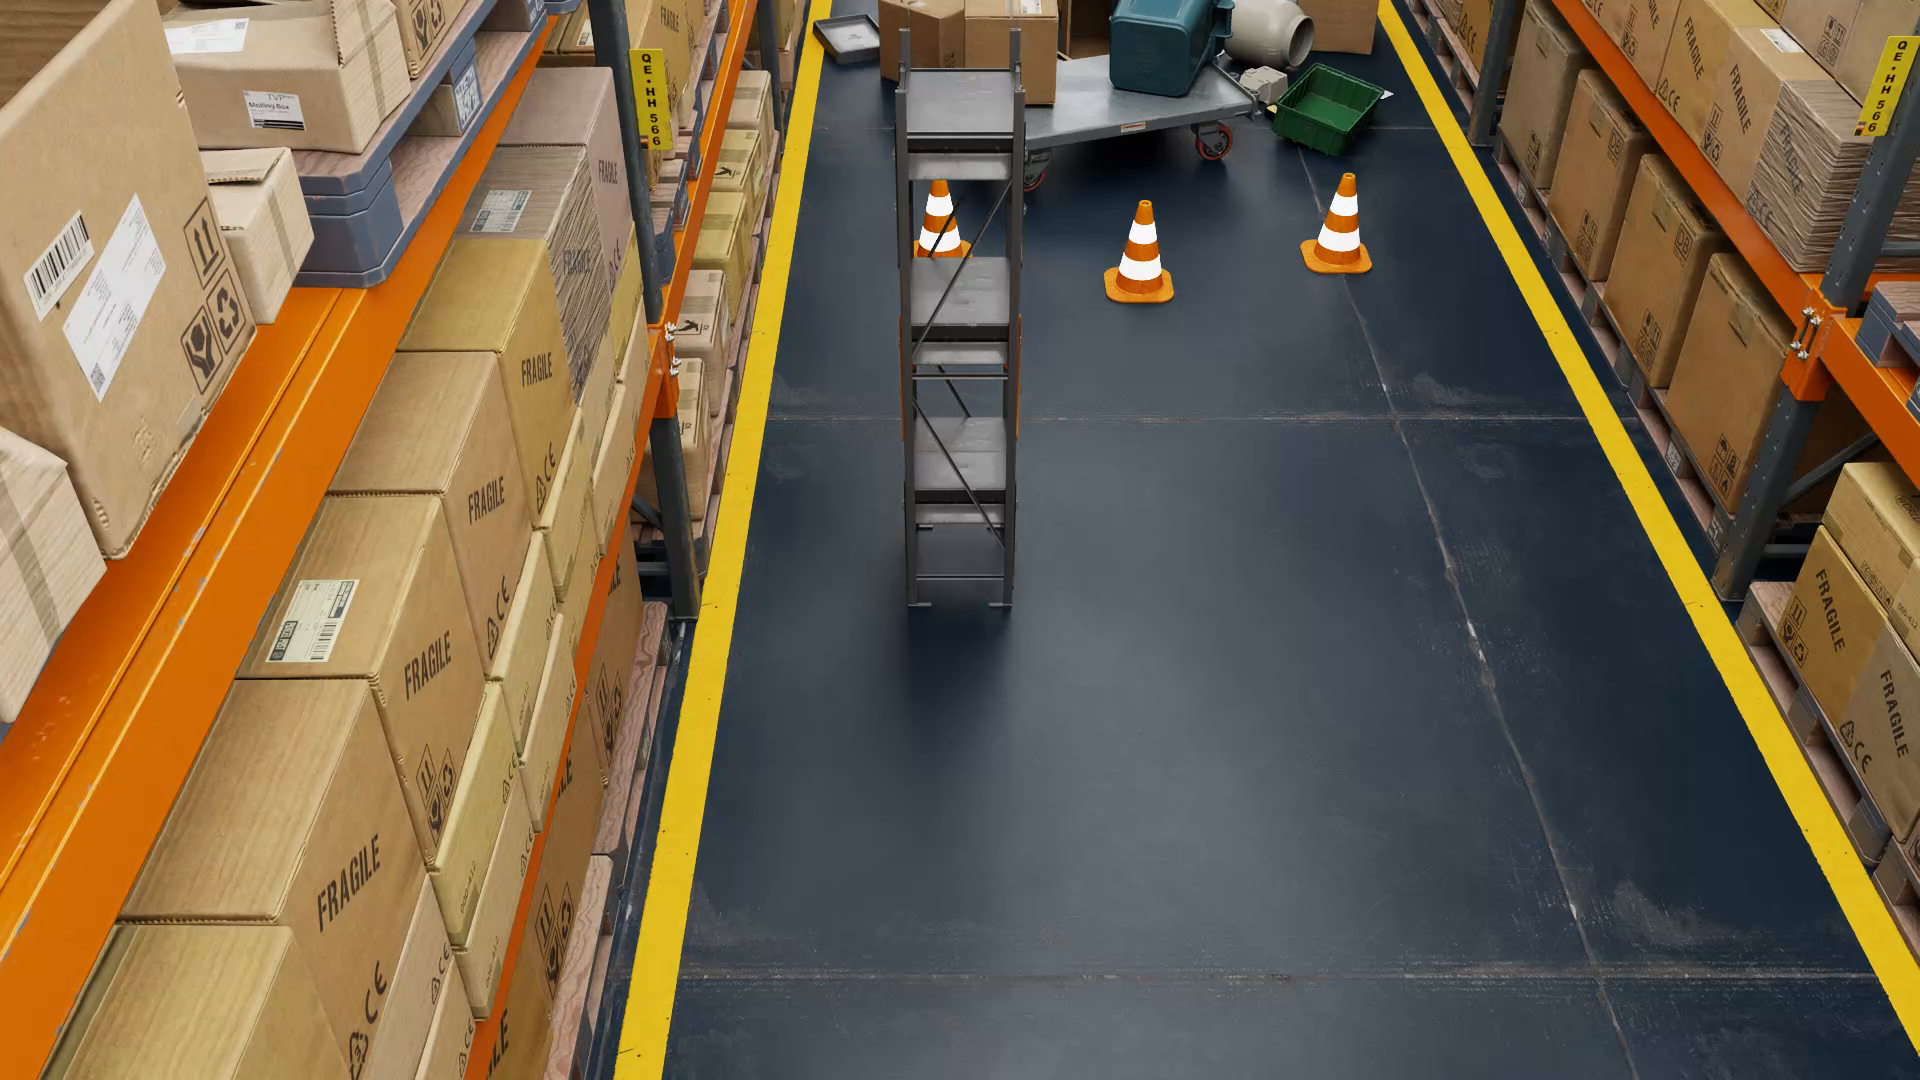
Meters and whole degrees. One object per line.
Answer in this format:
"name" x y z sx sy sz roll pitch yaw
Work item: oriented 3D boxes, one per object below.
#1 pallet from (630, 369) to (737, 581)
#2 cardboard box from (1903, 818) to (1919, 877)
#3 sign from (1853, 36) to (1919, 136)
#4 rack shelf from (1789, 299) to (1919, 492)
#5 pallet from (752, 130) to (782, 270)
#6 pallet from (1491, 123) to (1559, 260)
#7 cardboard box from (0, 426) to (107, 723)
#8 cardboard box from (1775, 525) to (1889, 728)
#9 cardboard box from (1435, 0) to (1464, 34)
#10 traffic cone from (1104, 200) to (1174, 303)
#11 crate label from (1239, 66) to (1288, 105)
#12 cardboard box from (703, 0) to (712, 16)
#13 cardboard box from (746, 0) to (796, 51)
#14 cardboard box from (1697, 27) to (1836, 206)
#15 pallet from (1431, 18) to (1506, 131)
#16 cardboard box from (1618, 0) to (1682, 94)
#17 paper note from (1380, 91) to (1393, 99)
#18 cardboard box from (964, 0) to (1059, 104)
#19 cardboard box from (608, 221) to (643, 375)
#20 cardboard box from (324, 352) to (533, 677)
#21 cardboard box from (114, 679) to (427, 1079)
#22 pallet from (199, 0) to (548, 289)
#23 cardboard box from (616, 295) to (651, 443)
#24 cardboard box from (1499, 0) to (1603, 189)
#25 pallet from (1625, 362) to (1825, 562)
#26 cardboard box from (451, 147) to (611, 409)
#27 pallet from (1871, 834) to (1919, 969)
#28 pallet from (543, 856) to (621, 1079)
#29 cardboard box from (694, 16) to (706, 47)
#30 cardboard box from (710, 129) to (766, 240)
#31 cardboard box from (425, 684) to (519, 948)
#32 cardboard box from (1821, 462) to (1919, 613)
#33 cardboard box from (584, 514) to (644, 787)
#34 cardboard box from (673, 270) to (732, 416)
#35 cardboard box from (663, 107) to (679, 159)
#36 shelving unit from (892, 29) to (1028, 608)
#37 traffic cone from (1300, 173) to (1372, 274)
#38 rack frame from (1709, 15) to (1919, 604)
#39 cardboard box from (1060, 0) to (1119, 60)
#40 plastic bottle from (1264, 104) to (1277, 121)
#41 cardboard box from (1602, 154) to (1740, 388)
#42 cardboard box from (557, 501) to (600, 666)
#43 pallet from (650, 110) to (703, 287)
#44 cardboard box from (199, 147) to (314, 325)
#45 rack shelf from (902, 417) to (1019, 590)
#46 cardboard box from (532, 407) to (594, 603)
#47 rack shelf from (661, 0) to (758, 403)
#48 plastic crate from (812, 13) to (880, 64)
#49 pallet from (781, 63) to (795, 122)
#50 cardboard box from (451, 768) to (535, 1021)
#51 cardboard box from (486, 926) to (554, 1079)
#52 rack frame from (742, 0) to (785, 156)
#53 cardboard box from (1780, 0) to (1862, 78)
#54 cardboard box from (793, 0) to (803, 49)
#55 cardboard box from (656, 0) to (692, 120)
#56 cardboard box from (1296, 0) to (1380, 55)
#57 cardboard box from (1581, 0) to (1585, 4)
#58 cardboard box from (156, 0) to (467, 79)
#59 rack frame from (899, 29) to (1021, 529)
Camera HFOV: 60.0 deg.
"pallet" -1.502 -0.298 6.953 1.003 0.211 1.213 0 39 0
"cardboard box" 3.203 0.925 4.860 0.500 0.500 0.500 -1 39 -1
"sign" 2.892 -1.413 5.189 0.100 0.325 0.005 0 39 0
"rack shelf" 3.450 0.567 4.219 1.077 0.370 4.000 0 39 0
"pallet" -1.505 -1.824 8.857 1.003 0.211 1.213 0 39 0
"pallet" 3.519 -1.895 8.946 1.003 0.211 1.213 0 39 0
"cardboard box" -1.148 0.009 1.713 0.396 0.266 0.258 0 39 0
"cardboard box" 3.193 0.290 5.653 0.500 0.500 0.500 -2 39 -2
"cardboard box" 3.507 -3.757 10.403 0.875 0.875 0.875 0 39 0
"traffic cone" 0.895 -1.454 8.194 0.336 0.463 0.334 0 39 0
"crate label" 1.840 -2.765 10.091 0.298 0.136 0.250 -28 46 -30
"cardboard box" -1.279 -2.469 6.778 0.500 0.500 0.500 -1 39 -2
"cardboard box" -1.238 -3.151 9.547 0.500 0.500 0.500 2 39 2
"cardboard box" 3.179 -1.596 6.264 0.500 0.500 0.500 0 39 0
"pallet" 3.520 -2.853 10.141 1.003 0.211 1.213 0 39 0
"cardboard box" 3.174 -2.230 7.054 0.500 0.500 0.500 1 39 1
"paper note" 2.537 -2.727 10.128 0.147 0.020 0.142 -28 46 -30
"cardboard box" 0.273 -2.739 9.162 0.500 0.500 0.500 0 39 0
"cardboard box" -1.248 -0.731 4.984 0.500 0.250 0.500 0 39 0
"cardboard box" -1.244 -0.056 3.541 0.500 0.500 0.500 -1 39 -1
"cardboard box" -1.239 0.581 2.746 0.500 0.500 0.500 0 39 0
"pallet" -1.444 -0.892 3.217 1.003 0.211 1.213 2 39 2
"cardboard box" -1.242 -0.523 5.124 0.500 0.250 0.500 -1 39 -2
"cardboard box" 3.534 -2.363 8.764 1.050 0.750 0.750 0 39 0
"pallet" 3.522 -0.369 7.042 1.003 0.211 1.213 0 39 0
"cardboard box" -1.231 -0.683 4.324 0.500 0.500 0.500 1 39 1
"pallet" 3.445 1.374 4.867 1.003 0.211 1.213 0 39 0
"pallet" -1.578 1.445 4.778 1.003 0.211 1.213 0 39 0
"cardboard box" -1.270 -2.177 6.933 0.380 0.149 0.250 1 39 1
"cardboard box" -1.500 -1.760 8.313 0.950 0.372 0.625 2 39 3
"cardboard box" -1.219 0.551 3.384 0.500 0.250 0.500 0 39 1
"cardboard box" 3.206 -0.014 5.432 0.500 0.250 0.500 -2 39 -2
"cardboard box" -1.585 0.200 5.465 0.875 0.875 0.875 0 39 0
"cardboard box" -1.502 -0.851 7.178 0.950 0.372 0.625 -1 39 -1
"cardboard box" -1.238 -1.515 6.106 0.380 0.149 0.250 -2 39 -3
"shelving unit" 0.000 -0.716 5.964 0.431 2.100 0.503 0 39 0
"traffic cone" 1.934 -1.636 8.421 0.336 0.463 0.334 0 39 0
"rack frame" 3.448 -0.964 5.554 1.000 3.000 0.127 0 39 0
"cardboard box" 1.031 -3.298 10.354 0.797 0.637 0.503 0 39 0
"plastic bottle" 1.933 -2.490 9.809 0.133 0.061 0.283 -20 43 -23
"cardboard box" 3.532 -1.178 7.284 1.050 0.750 0.750 1 39 1
"cardboard box" -1.241 0.112 4.332 0.500 0.250 0.500 0 39 -1
"pallet" -1.610 -1.268 6.087 1.213 0.211 1.003 0 39 0
"cardboard box" -1.149 -0.431 2.341 0.380 0.166 0.250 -3 39 -3
"rack shelf" 0.000 -0.159 6.410 0.431 0.518 0.480 0 39 0
"cardboard box" -1.222 -0.090 4.184 0.500 0.250 0.500 -1 39 -1
"rack shelf" -1.505 -1.867 7.257 1.077 0.370 4.000 0 39 0
"plastic crate" -0.689 -3.242 10.731 0.402 0.080 0.583 -13 40 -16
"pallet" -1.543 -2.731 9.989 1.003 0.211 1.213 0 39 0
"cardboard box" -1.221 0.743 3.544 0.500 0.250 0.500 0 39 0
"cardboard box" -1.587 1.317 4.071 0.875 0.875 0.875 1 39 1
"rack frame" -1.507 -3.399 8.592 1.000 3.000 0.127 0 39 0
"cardboard box" 3.455 -1.990 5.955 0.700 0.500 0.500 -1 39 -1
"cardboard box" -1.250 -3.193 10.198 0.500 0.250 0.500 2 39 3
"cardboard box" -1.279 -1.824 5.973 0.500 0.500 0.500 2 39 2
"cardboard box" 2.415 -3.461 10.667 0.500 0.500 0.500 6 39 8
"cardboard box" 3.176 -2.860 7.840 0.500 0.500 0.500 0 39 0
"cardboard box" -1.210 -1.169 2.995 0.500 0.500 0.500 0 39 0
"rack frame" 0.000 -0.868 6.155 0.400 2.100 0.015 0 39 0
